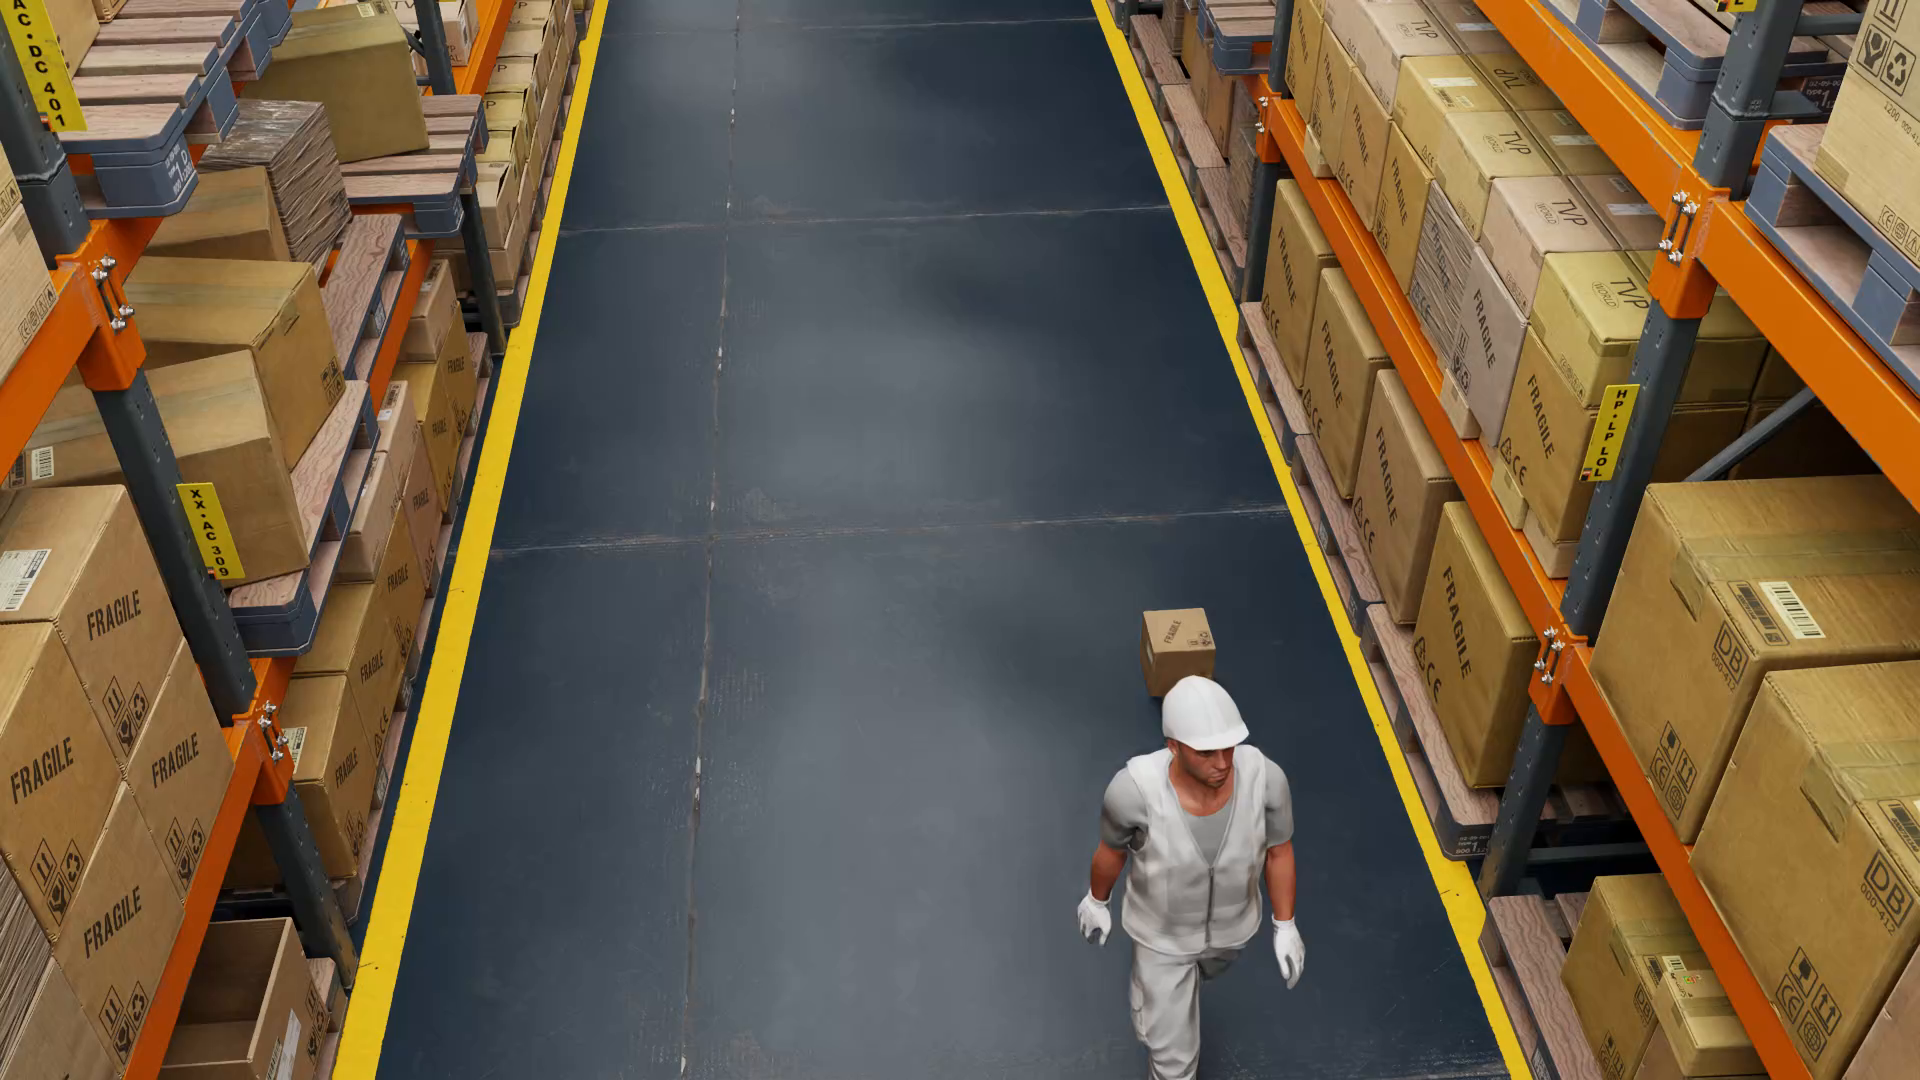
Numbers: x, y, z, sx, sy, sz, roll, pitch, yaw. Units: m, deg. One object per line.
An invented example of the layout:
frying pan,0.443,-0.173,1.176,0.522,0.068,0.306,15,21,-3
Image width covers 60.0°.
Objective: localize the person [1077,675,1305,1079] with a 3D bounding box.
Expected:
person,0.671,1.087,4.793,0.585,1.742,1.078,-9,40,-11
